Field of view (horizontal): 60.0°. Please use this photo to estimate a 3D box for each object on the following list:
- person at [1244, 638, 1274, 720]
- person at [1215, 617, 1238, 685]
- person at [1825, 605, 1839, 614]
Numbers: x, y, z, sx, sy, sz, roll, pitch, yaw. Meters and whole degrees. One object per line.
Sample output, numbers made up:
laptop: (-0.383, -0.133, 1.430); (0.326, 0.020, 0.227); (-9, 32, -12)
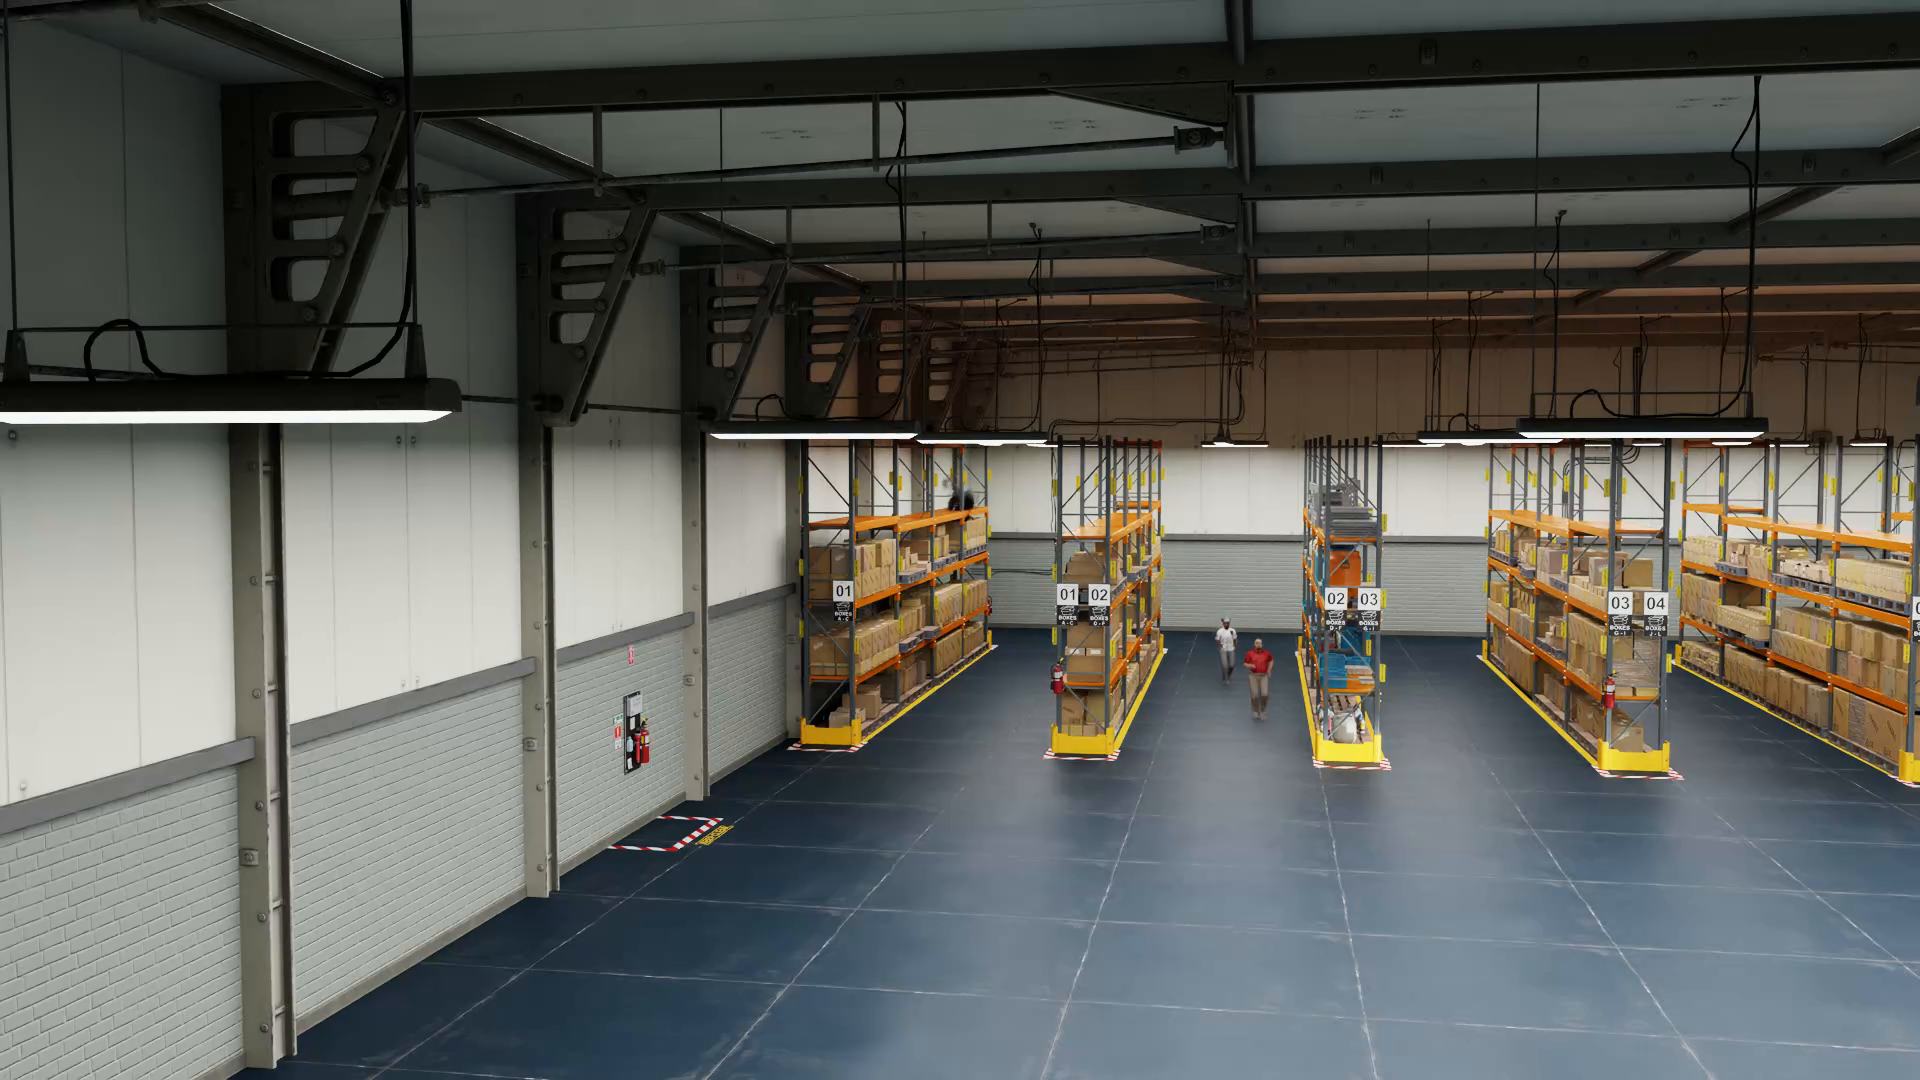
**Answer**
person: (6.346, 2.975, 35.272); (0.643, 1.748, 0.676); (0, 3, 6)
person: (6.506, 2.701, 40.520); (0.570, 1.654, 0.568); (0, 3, 0)
person: (23.890, 2.438, 45.142); (0.930, 1.739, 0.668); (1, 3, 18)
